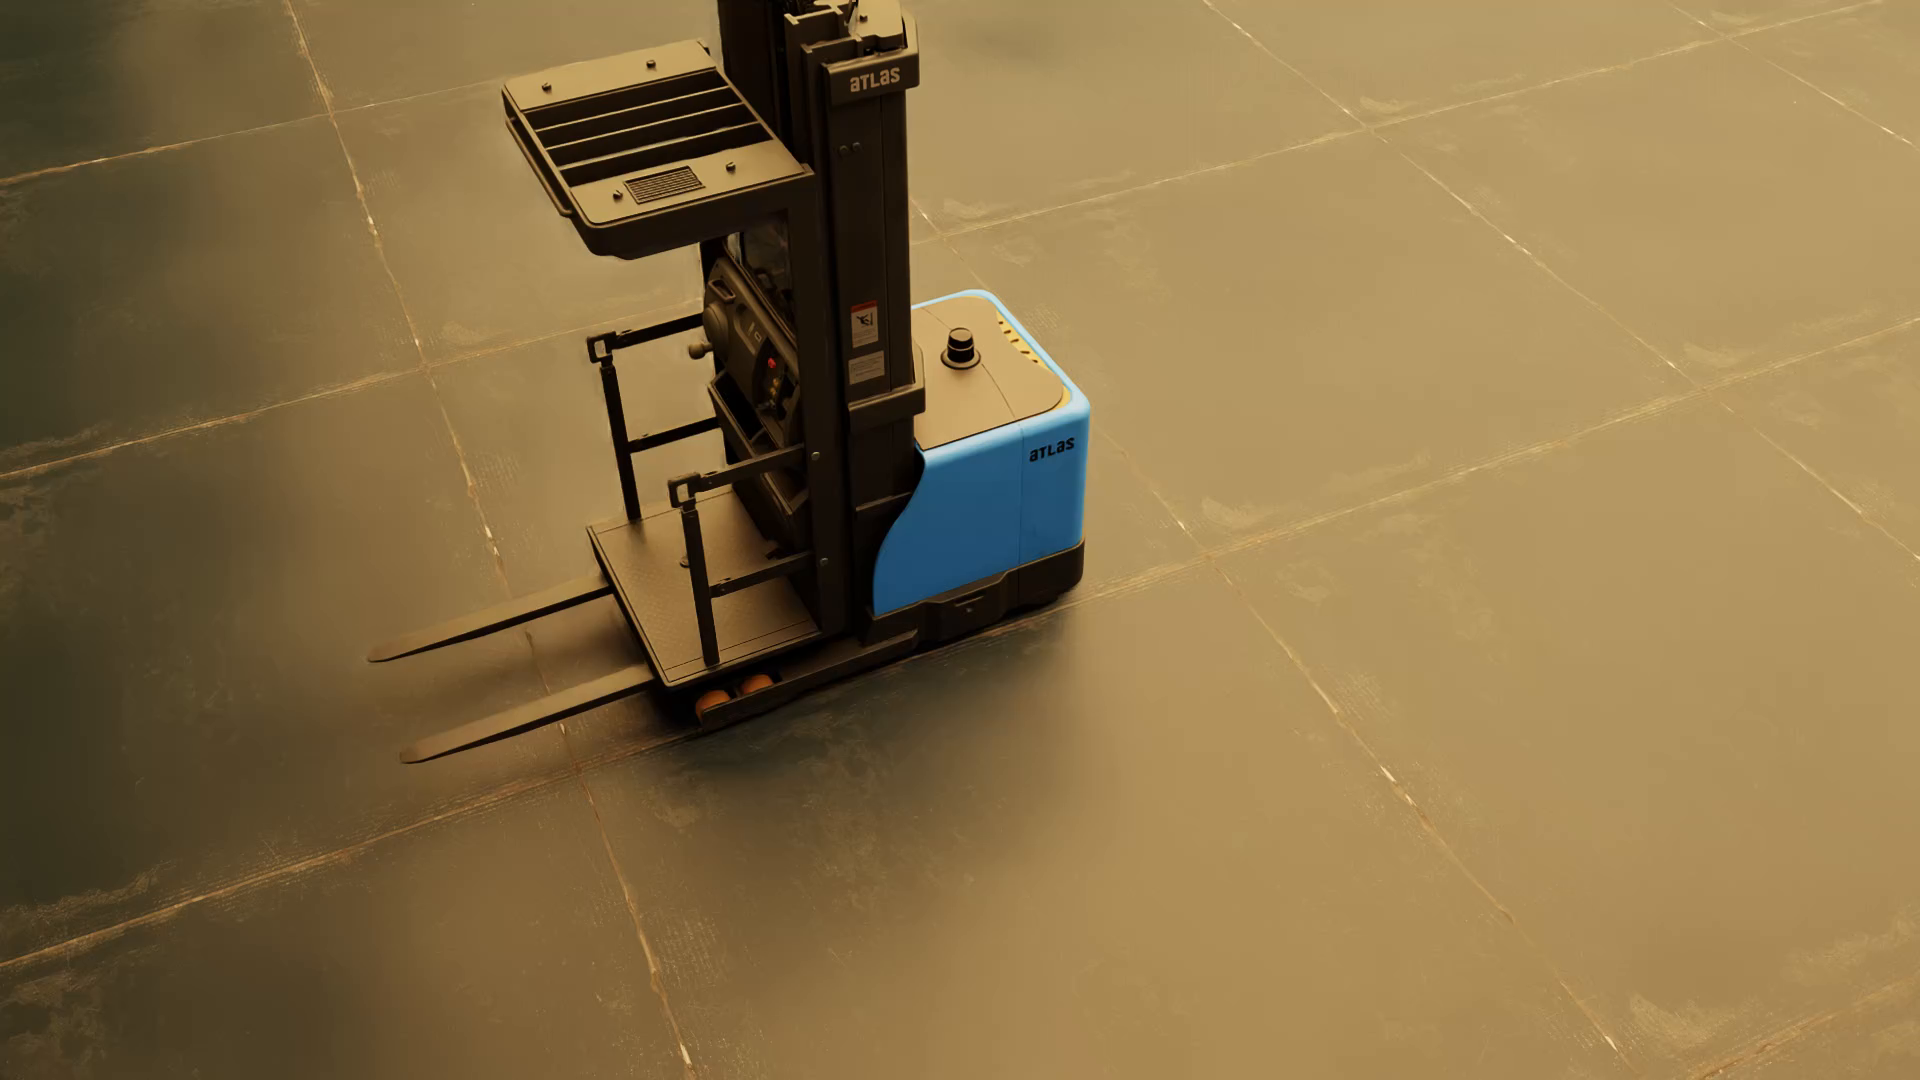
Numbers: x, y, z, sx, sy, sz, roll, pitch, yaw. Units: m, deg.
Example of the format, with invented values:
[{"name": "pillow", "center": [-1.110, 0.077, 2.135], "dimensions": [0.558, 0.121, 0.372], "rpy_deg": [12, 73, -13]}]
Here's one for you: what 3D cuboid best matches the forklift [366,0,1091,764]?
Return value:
[{"name": "forklift", "center": [-0.995, -0.693, 6.423], "dimensions": [3.031, 2.935, 1.130], "rpy_deg": [-19, 46, -19]}]
